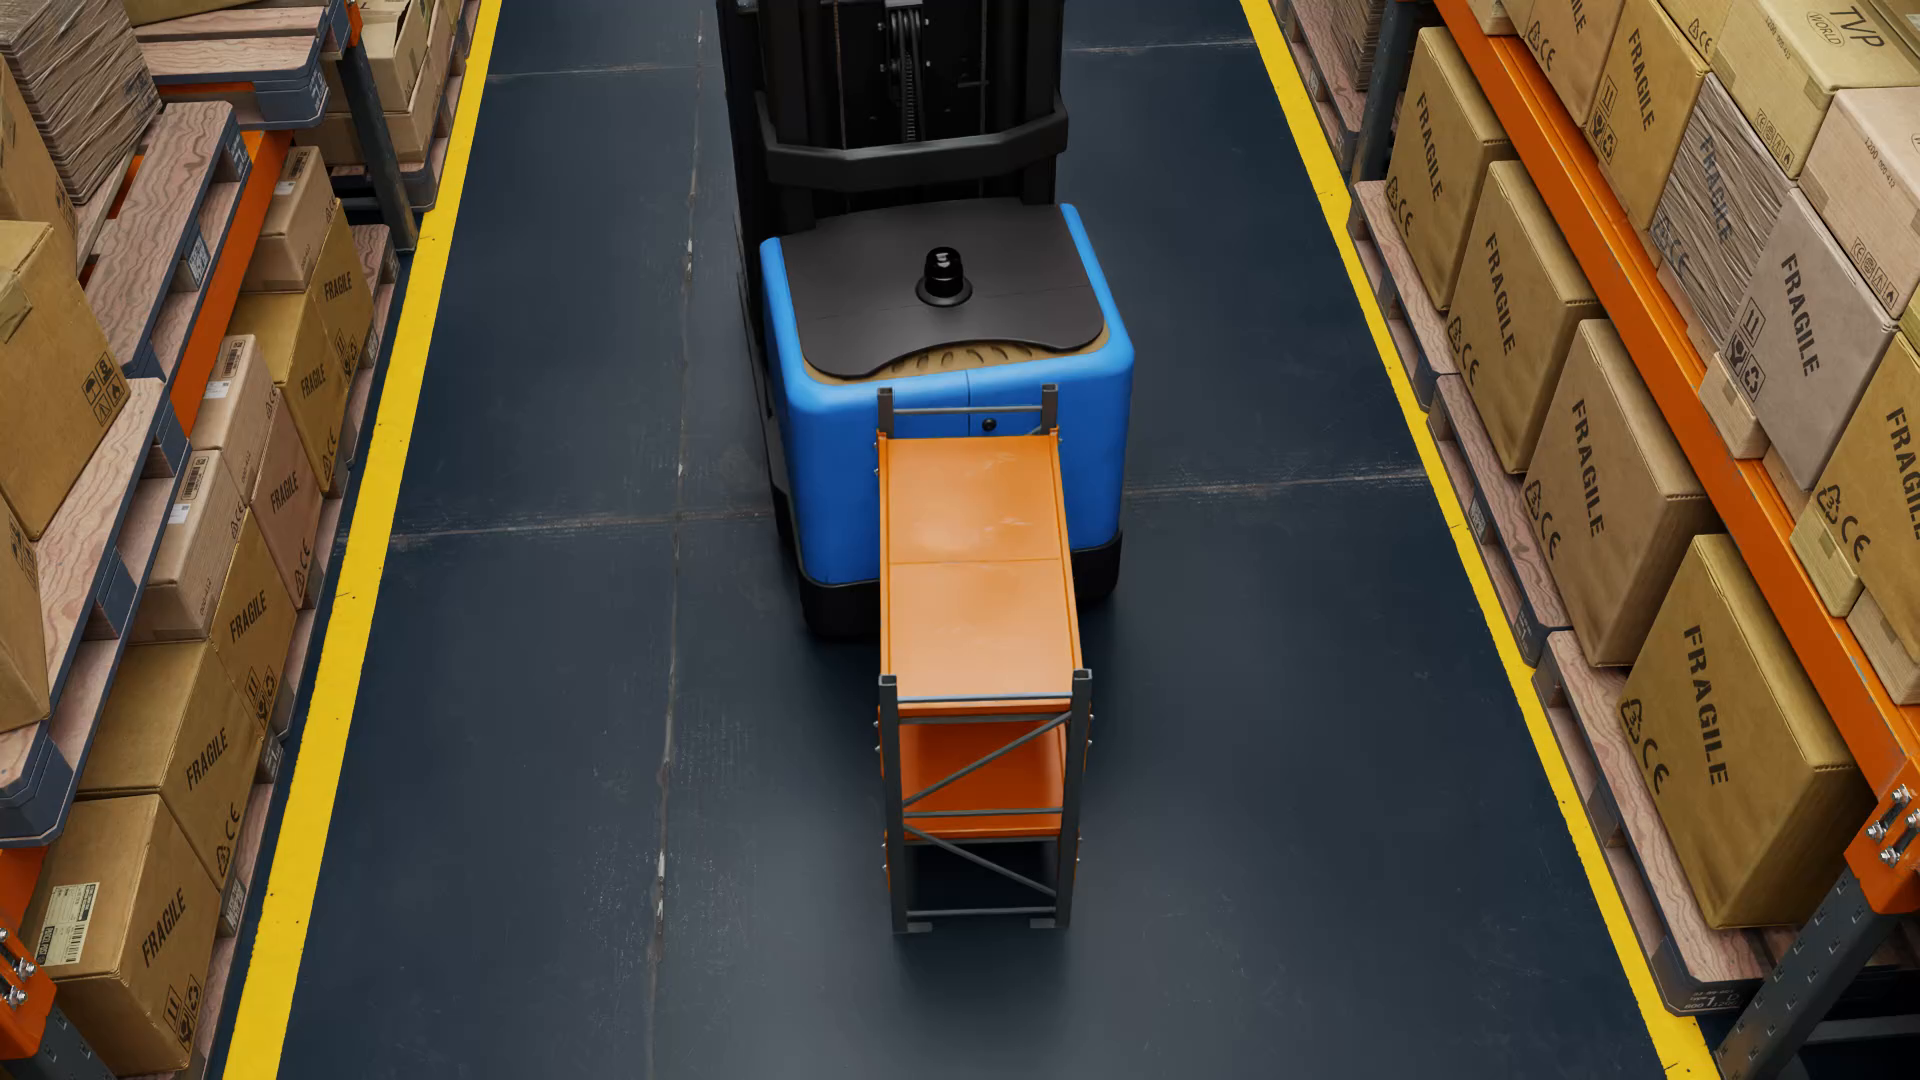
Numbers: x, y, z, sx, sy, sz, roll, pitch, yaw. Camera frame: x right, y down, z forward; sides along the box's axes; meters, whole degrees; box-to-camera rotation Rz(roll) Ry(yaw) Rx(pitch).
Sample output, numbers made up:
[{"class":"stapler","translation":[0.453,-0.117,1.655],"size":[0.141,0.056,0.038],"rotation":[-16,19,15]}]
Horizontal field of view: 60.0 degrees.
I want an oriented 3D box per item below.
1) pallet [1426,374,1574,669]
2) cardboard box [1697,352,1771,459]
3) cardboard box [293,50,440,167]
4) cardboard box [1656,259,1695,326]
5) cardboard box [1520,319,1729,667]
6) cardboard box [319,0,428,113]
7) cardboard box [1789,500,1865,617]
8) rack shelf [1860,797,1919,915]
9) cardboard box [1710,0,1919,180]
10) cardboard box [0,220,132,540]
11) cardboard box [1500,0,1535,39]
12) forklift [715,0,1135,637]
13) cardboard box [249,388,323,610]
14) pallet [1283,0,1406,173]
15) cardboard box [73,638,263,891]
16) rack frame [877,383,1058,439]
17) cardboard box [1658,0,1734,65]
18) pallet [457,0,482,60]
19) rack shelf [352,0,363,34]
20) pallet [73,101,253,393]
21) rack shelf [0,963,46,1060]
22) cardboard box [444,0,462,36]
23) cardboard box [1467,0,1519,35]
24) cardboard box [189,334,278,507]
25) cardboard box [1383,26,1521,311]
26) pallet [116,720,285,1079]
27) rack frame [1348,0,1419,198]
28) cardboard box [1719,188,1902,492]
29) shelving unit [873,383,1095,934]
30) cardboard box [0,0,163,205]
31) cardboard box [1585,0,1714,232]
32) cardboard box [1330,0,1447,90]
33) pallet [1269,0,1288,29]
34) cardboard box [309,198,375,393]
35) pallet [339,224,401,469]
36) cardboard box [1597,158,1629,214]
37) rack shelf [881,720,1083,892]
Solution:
[{"class":"pallet","translation":[2.269,-0.122,5.720],"size":[1.003,0.211,1.213],"rotation":[-3,47,-3]},{"class":"cardboard box","translation":[2.102,-0.349,4.174],"size":[0.380,0.149,0.250],"rotation":[-3,47,-3]},{"class":"cardboard box","translation":[-2.508,-1.828,7.020],"size":[0.500,0.250,0.500],"rotation":[-4,47,-3]},{"class":"cardboard box","translation":[2.141,-0.712,4.517],"size":[0.380,0.149,0.250],"rotation":[-5,47,-4]},{"class":"cardboard box","translation":[2.253,-0.152,5.020],"size":[0.750,0.750,0.750],"rotation":[-2,47,-2]},{"class":"cardboard box","translation":[-2.508,-2.021,6.816],"size":[0.500,0.311,0.500],"rotation":[-2,47,-2]},{"class":"cardboard box","translation":[2.159,0.029,3.816],"size":[0.380,0.149,0.250],"rotation":[-3,47,-3]},{"class":"rack shelf","translation":[2.682,2.052,2.236],"size":[1.077,0.370,4.000],"rotation":[-3,47,-3]},{"class":"cardboard box","translation":[2.144,-1.105,3.927],"size":[0.500,0.250,0.500],"rotation":[-3,47,-3]},{"class":"cardboard box","translation":[-2.359,-0.367,3.674],"size":[0.700,0.500,0.500],"rotation":[3,47,3]},{"class":"cardboard box","translation":[2.000,-1.933,5.227],"size":[0.500,0.500,0.500],"rotation":[-2,47,-2]},{"class":"forklift","translation":[-0.262,-1.785,5.422],"size":[1.130,2.935,3.031],"rotation":[-8,47,-8]},{"class":"cardboard box","translation":[-2.351,-0.108,5.205],"size":[0.500,0.500,0.500],"rotation":[-5,47,-5]},{"class":"pallet","translation":[2.116,-2.143,7.634],"size":[1.003,0.211,1.213],"rotation":[-3,47,-3]},{"class":"cardboard box","translation":[-2.275,0.620,4.515],"size":[0.500,0.500,0.500],"rotation":[-3,47,-3]},{"class":"rack frame","translation":[0.022,-0.030,5.004],"size":[0.500,1.125,0.032],"rotation":[-2,47,-1]},{"class":"cardboard box","translation":[2.101,-1.474,4.276],"size":[0.500,0.250,0.500],"rotation":[-4,47,-4]},{"class":"pallet","translation":[-2.886,-2.752,8.211],"size":[1.003,0.211,1.213],"rotation":[-3,47,-3]},{"class":"rack shelf","translation":[-2.924,-3.432,7.430],"size":[1.077,0.370,4.000],"rotation":[-3,47,-3]},{"class":"pallet","translation":[-2.589,-0.759,4.536],"size":[1.003,0.211,1.213],"rotation":[-3,47,-3]},{"class":"rack shelf","translation":[-2.254,2.356,1.948],"size":[1.077,0.370,4.000],"rotation":[-3,47,-3]},{"class":"cardboard box","translation":[-2.600,-2.567,7.720],"size":[0.500,0.250,0.500],"rotation":[-5,47,-4]},{"class":"cardboard box","translation":[1.927,-1.824,5.571],"size":[0.380,0.149,0.250],"rotation":[-2,47,-2]},{"class":"cardboard box","translation":[-2.346,-0.339,4.907],"size":[0.500,0.250,0.500],"rotation":[-4,47,-4]},{"class":"cardboard box","translation":[2.110,-1.401,6.202],"size":[0.750,0.750,0.750],"rotation":[-4,47,-4]},{"class":"pallet","translation":[-2.527,1.035,4.625],"size":[1.003,0.211,1.213],"rotation":[-3,47,-3]},{"class":"rack frame","translation":[2.179,-2.536,6.086],"size":[1.000,3.000,0.127],"rotation":[-3,47,-3]},{"class":"cardboard box","translation":[2.172,-0.473,3.844],"size":[0.500,0.500,0.500],"rotation":[-3,47,-3]},{"class":"shelving unit","translation":[0.041,0.339,4.654],"size":[0.538,1.125,1.048],"rotation":[-2,47,-1]},{"class":"cardboard box","translation":[-2.705,-1.289,4.547],"size":[0.700,0.500,0.500],"rotation":[4,47,4]},{"class":"cardboard box","translation":[2.091,-1.198,4.531],"size":[0.500,0.500,0.500],"rotation":[-2,47,-2]},{"class":"cardboard box","translation":[2.067,-2.346,7.324],"size":[0.700,0.500,0.500],"rotation":[-3,47,-3]},{"class":"pallet","translation":[2.017,-3.023,8.468],"size":[1.003,0.211,1.213],"rotation":[-3,47,-3]},{"class":"cardboard box","translation":[-2.444,-0.862,5.919],"size":[0.500,0.500,0.500],"rotation":[-2,47,-2]},{"class":"pallet","translation":[-2.732,-0.731,6.297],"size":[1.003,0.211,1.213],"rotation":[-3,47,-3]},{"class":"cardboard box","translation":[2.115,-1.095,4.880],"size":[0.380,0.149,0.250],"rotation":[-3,47,-3]},{"class":"rack shelf","translation":[0.041,0.507,4.832],"size":[0.538,0.278,1.000],"rotation":[-2,47,-1]}]
